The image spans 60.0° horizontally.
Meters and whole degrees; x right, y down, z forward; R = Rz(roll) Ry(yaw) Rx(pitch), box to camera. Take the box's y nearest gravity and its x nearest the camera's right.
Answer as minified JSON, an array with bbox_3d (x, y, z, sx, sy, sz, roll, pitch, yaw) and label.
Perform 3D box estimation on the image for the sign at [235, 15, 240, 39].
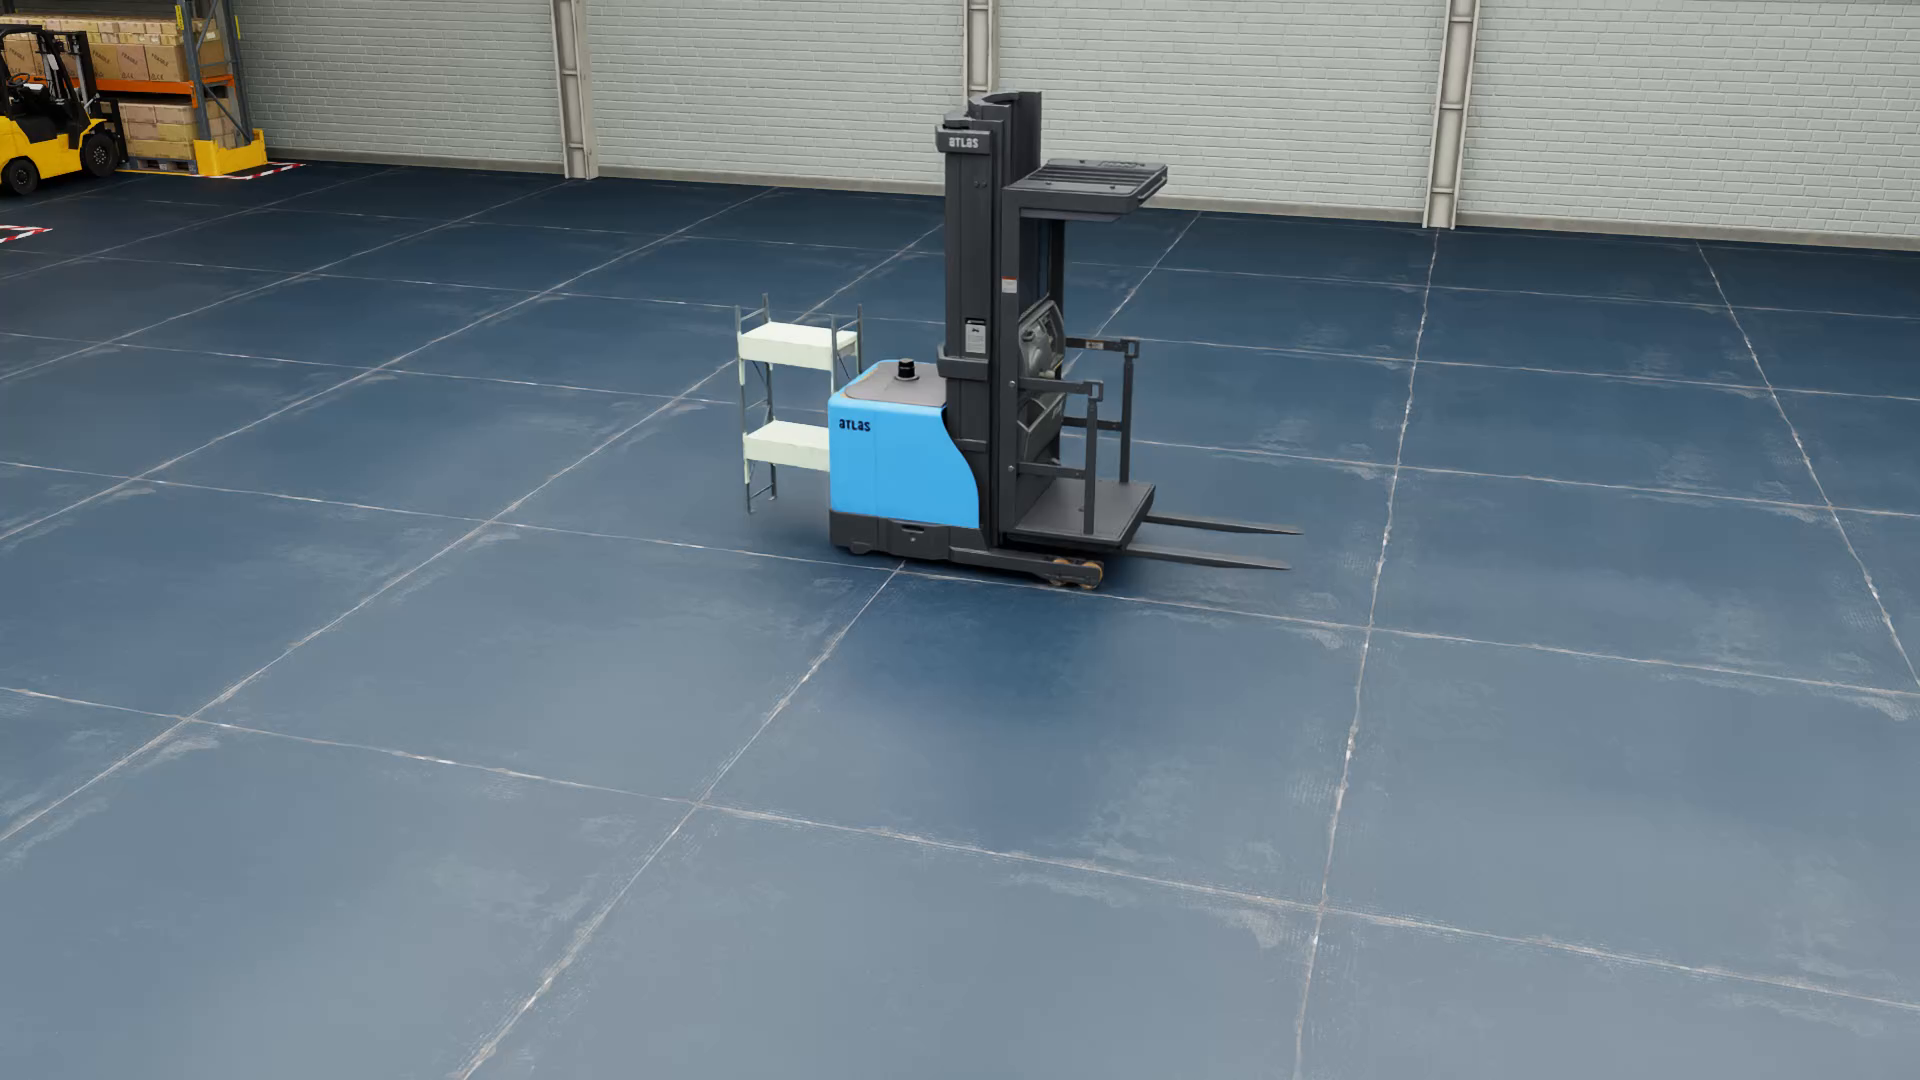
[{"bbox_3d":[-10.645,-7.541,24.456,0.005,0.325,0.100,7,23,16],"label":"sign"}]

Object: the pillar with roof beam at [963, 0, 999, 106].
[{"bbox_3d":[-0.972,-7.203,16.972,0.400,9.000,9.100,7,23,16],"label":"pillar with roof beam"}]

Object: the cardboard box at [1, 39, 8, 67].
[{"bbox_3d":[-14.291,-7.244,24.846,0.500,0.500,0.500,6,23,14],"label":"cardboard box"}]

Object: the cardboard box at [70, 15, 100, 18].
[{"bbox_3d":[-13.031,-7.748,24.828,0.250,0.149,0.380,6,23,15],"label":"cardboard box"}]

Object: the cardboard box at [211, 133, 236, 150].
[{"bbox_3d":[-11.225,-5.950,24.892,0.500,0.250,0.500,7,23,16],"label":"cardboard box"}]

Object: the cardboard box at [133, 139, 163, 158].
[{"bbox_3d":[-11.826,-5.820,24.575,0.500,0.250,0.500,7,23,15],"label":"cardboard box"}]

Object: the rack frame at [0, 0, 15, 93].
[{"bbox_3d":[-14.641,-7.341,25.215,0.127,3.000,1.000,7,23,16],"label":"rack frame"}]

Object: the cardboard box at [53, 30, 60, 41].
[{"bbox_3d":[-13.194,-7.406,24.387,0.250,0.149,0.380,6,23,14],"label":"cardboard box"}]

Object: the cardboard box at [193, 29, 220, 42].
[{"bbox_3d":[-11.061,-7.381,24.324,0.250,0.149,0.380,6,23,14],"label":"cardboard box"}]

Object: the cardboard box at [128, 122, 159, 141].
[{"bbox_3d":[-11.844,-6.055,24.490,0.500,0.250,0.500,6,23,15],"label":"cardboard box"}]

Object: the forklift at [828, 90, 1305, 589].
[{"bbox_3d":[0.707,-1.272,10.508,3.031,2.935,1.130,7,23,17],"label":"forklift"}]

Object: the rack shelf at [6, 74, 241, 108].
[{"bbox_3d":[-12.726,-6.789,24.817,4.000,0.370,1.077,7,23,16],"label":"rack shelf"}]

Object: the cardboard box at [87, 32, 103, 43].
[{"bbox_3d":[-12.459,-7.317,24.169,0.250,0.149,0.380,7,23,16],"label":"cardboard box"}]

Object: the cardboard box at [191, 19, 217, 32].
[{"bbox_3d":[-11.071,-7.501,24.226,0.250,0.149,0.380,6,23,14],"label":"cardboard box"}]

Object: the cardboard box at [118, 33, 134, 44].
[{"bbox_3d":[-11.942,-7.285,24.090,0.250,0.149,0.380,6,23,15],"label":"cardboard box"}]

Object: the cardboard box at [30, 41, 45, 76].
[{"bbox_3d":[-13.303,-7.138,24.587,0.500,0.500,0.500,6,23,15],"label":"cardboard box"}]

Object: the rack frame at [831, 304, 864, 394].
[{"bbox_3d":[-0.751,-0.824,11.302,0.023,1.500,0.400,10,24,22],"label":"rack frame"}]

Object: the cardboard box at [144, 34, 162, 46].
[{"bbox_3d":[-11.477,-7.203,23.890,0.250,0.149,0.380,7,23,16],"label":"cardboard box"}]

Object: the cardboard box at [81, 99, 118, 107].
[{"bbox_3d":[-12.801,-6.389,24.644,0.500,0.250,0.500,6,23,14],"label":"cardboard box"}]

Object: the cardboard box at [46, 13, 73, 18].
[{"bbox_3d":[-13.504,-7.829,25.024,0.250,0.149,0.380,6,23,14],"label":"cardboard box"}]

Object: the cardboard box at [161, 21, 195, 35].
[{"bbox_3d":[-11.215,-7.350,23.856,0.250,0.149,0.380,7,23,16],"label":"cardboard box"}]

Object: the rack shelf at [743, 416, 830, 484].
[{"bbox_3d":[-1.084,-0.579,11.565,0.720,0.370,0.431,10,24,22],"label":"rack shelf"}]

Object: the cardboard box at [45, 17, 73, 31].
[{"bbox_3d":[-13.165,-7.570,24.394,0.250,0.149,0.380,6,23,15],"label":"cardboard box"}]

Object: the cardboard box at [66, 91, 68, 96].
[{"bbox_3d":[-13.624,-6.692,25.385,0.500,0.250,0.500,6,23,15],"label":"cardboard box"}]

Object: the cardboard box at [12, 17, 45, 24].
[{"bbox_3d":[-13.681,-7.596,24.458,0.250,0.149,0.380,7,23,17],"label":"cardboard box"}]

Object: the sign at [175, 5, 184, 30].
[{"bbox_3d":[-10.981,-7.352,23.404,0.005,0.325,0.100,7,23,16],"label":"sign"}]

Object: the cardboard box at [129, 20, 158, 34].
[{"bbox_3d":[-11.718,-7.384,23.941,0.250,0.149,0.380,7,23,17],"label":"cardboard box"}]

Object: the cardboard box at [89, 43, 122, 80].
[{"bbox_3d":[-12.343,-7.024,24.309,0.500,0.500,0.500,6,23,14],"label":"cardboard box"}]

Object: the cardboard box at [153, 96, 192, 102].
[{"bbox_3d":[-11.696,-6.462,24.825,0.500,0.250,0.500,7,23,16],"label":"cardboard box"}]

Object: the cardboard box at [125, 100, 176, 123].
[{"bbox_3d":[-11.833,-6.279,24.376,0.500,0.250,0.500,7,23,16],"label":"cardboard box"}]

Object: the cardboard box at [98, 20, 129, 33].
[{"bbox_3d":[-12.217,-7.427,24.044,0.250,0.149,0.380,7,23,17],"label":"cardboard box"}]

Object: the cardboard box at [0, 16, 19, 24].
[{"bbox_3d":[-14.139,-7.693,24.694,0.250,0.149,0.380,7,23,16],"label":"cardboard box"}]

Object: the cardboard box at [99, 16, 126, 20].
[{"bbox_3d":[-12.543,-7.681,24.665,0.250,0.149,0.380,7,23,16],"label":"cardboard box"}]

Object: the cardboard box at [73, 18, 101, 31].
[{"bbox_3d":[-12.685,-7.516,24.261,0.250,0.149,0.380,7,23,16],"label":"cardboard box"}]

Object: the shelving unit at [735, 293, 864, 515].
[{"bbox_3d":[-1.084,-0.881,11.442,0.755,1.500,0.431,10,24,22],"label":"shelving unit"}]

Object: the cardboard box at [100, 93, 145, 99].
[{"bbox_3d":[-12.660,-6.580,25.111,0.500,0.250,0.500,6,23,14],"label":"cardboard box"}]

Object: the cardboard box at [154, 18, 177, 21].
[{"bbox_3d":[-11.569,-7.566,24.384,0.250,0.149,0.380,7,23,17],"label":"cardboard box"}]

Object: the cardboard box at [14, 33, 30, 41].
[{"bbox_3d":[-13.691,-7.457,24.510,0.250,0.149,0.380,7,23,17],"label":"cardboard box"}]

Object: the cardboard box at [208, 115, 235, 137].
[{"bbox_3d":[-11.201,-6.183,24.803,0.500,0.250,0.500,7,23,16],"label":"cardboard box"}]

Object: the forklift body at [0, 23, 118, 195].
[{"bbox_3d":[-13.153,-6.055,23.198,1.214,2.155,2.313,7,23,16],"label":"forklift body"}]

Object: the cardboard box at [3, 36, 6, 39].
[{"bbox_3d":[-14.163,-7.529,24.687,0.250,0.149,0.380,7,23,17],"label":"cardboard box"}]

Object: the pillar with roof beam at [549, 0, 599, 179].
[{"bbox_3d":[-6.717,-7.860,18.575,0.400,9.000,9.100,7,23,16],"label":"pillar with roof beam"}]

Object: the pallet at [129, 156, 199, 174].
[{"bbox_3d":[-11.555,-5.681,24.842,1.213,0.211,1.003,7,23,16],"label":"pallet"}]

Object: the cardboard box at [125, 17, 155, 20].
[{"bbox_3d":[-12.061,-7.618,24.512,0.250,0.149,0.380,7,23,17],"label":"cardboard box"}]

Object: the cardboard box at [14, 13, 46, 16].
[{"bbox_3d":[-14.019,-7.858,25.095,0.250,0.149,0.380,6,23,14],"label":"cardboard box"}]

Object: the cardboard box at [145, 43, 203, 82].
[{"bbox_3d":[-11.358,-6.908,24.026,0.500,0.500,0.500,6,23,14],"label":"cardboard box"}]
